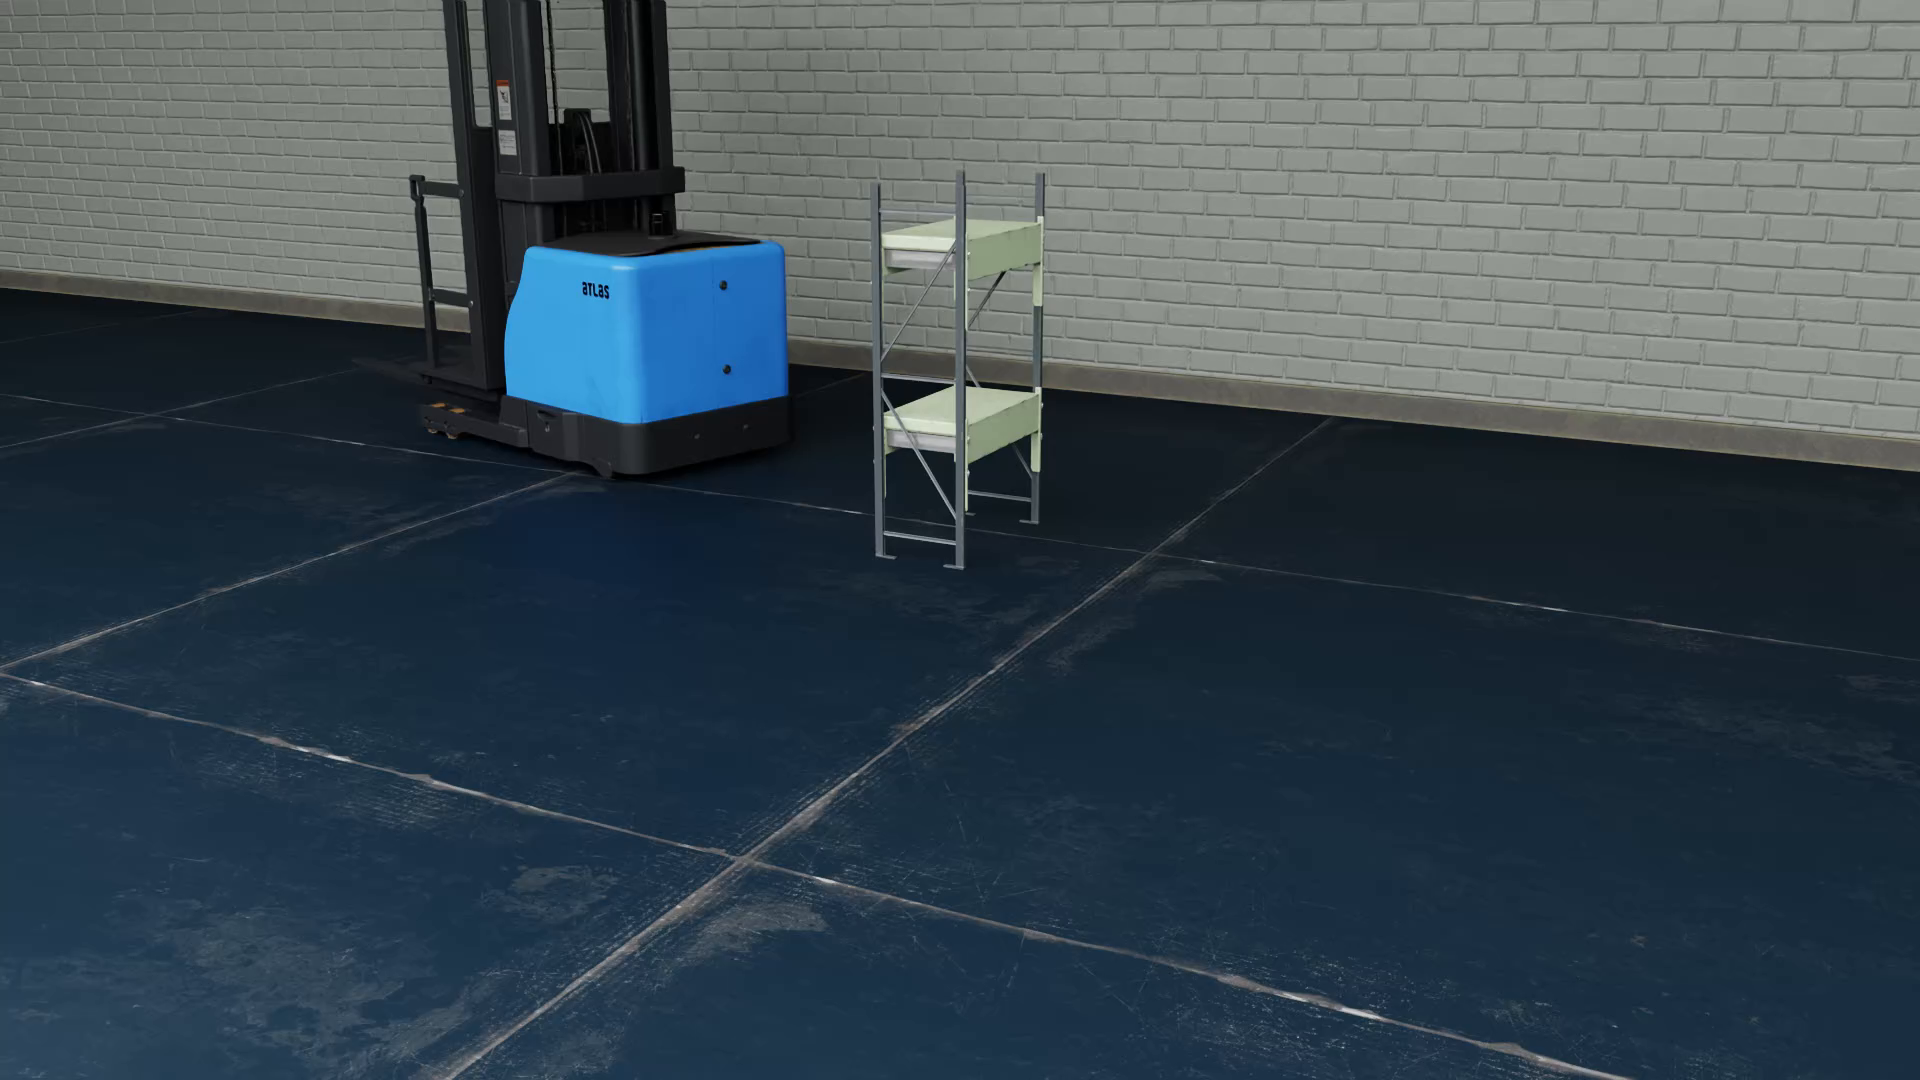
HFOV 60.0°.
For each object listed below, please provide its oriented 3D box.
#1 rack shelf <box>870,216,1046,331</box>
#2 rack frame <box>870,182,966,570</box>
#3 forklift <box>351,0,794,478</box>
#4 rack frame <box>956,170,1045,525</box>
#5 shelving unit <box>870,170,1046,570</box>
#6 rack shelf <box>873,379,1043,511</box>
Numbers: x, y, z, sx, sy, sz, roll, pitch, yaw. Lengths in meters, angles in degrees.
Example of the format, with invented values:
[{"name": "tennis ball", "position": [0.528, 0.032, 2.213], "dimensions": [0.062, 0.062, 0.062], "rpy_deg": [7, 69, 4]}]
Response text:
[{"name": "rack shelf", "position": [0.003, -1.095, 6.705], "dimensions": [0.431, 0.370, 0.720], "rpy_deg": [8, 18, 25]}, {"name": "rack frame", "position": [-0.161, -0.627, 6.503], "dimensions": [0.400, 1.500, 0.023], "rpy_deg": [8, 18, 25]}, {"name": "forklift", "position": [-2.269, -2.033, 8.720], "dimensions": [3.031, 2.935, 1.130], "rpy_deg": [15, 22, 41]}, {"name": "rack frame", "position": [0.167, -0.814, 7.130], "dimensions": [0.400, 1.500, 0.023], "rpy_deg": [8, 18, 25]}, {"name": "shelving unit", "position": [0.003, -0.721, 6.817], "dimensions": [0.431, 1.500, 0.755], "rpy_deg": [8, 18, 25]}, {"name": "rack shelf", "position": [0.003, -0.408, 6.909], "dimensions": [0.431, 0.370, 0.720], "rpy_deg": [8, 18, 25]}]
